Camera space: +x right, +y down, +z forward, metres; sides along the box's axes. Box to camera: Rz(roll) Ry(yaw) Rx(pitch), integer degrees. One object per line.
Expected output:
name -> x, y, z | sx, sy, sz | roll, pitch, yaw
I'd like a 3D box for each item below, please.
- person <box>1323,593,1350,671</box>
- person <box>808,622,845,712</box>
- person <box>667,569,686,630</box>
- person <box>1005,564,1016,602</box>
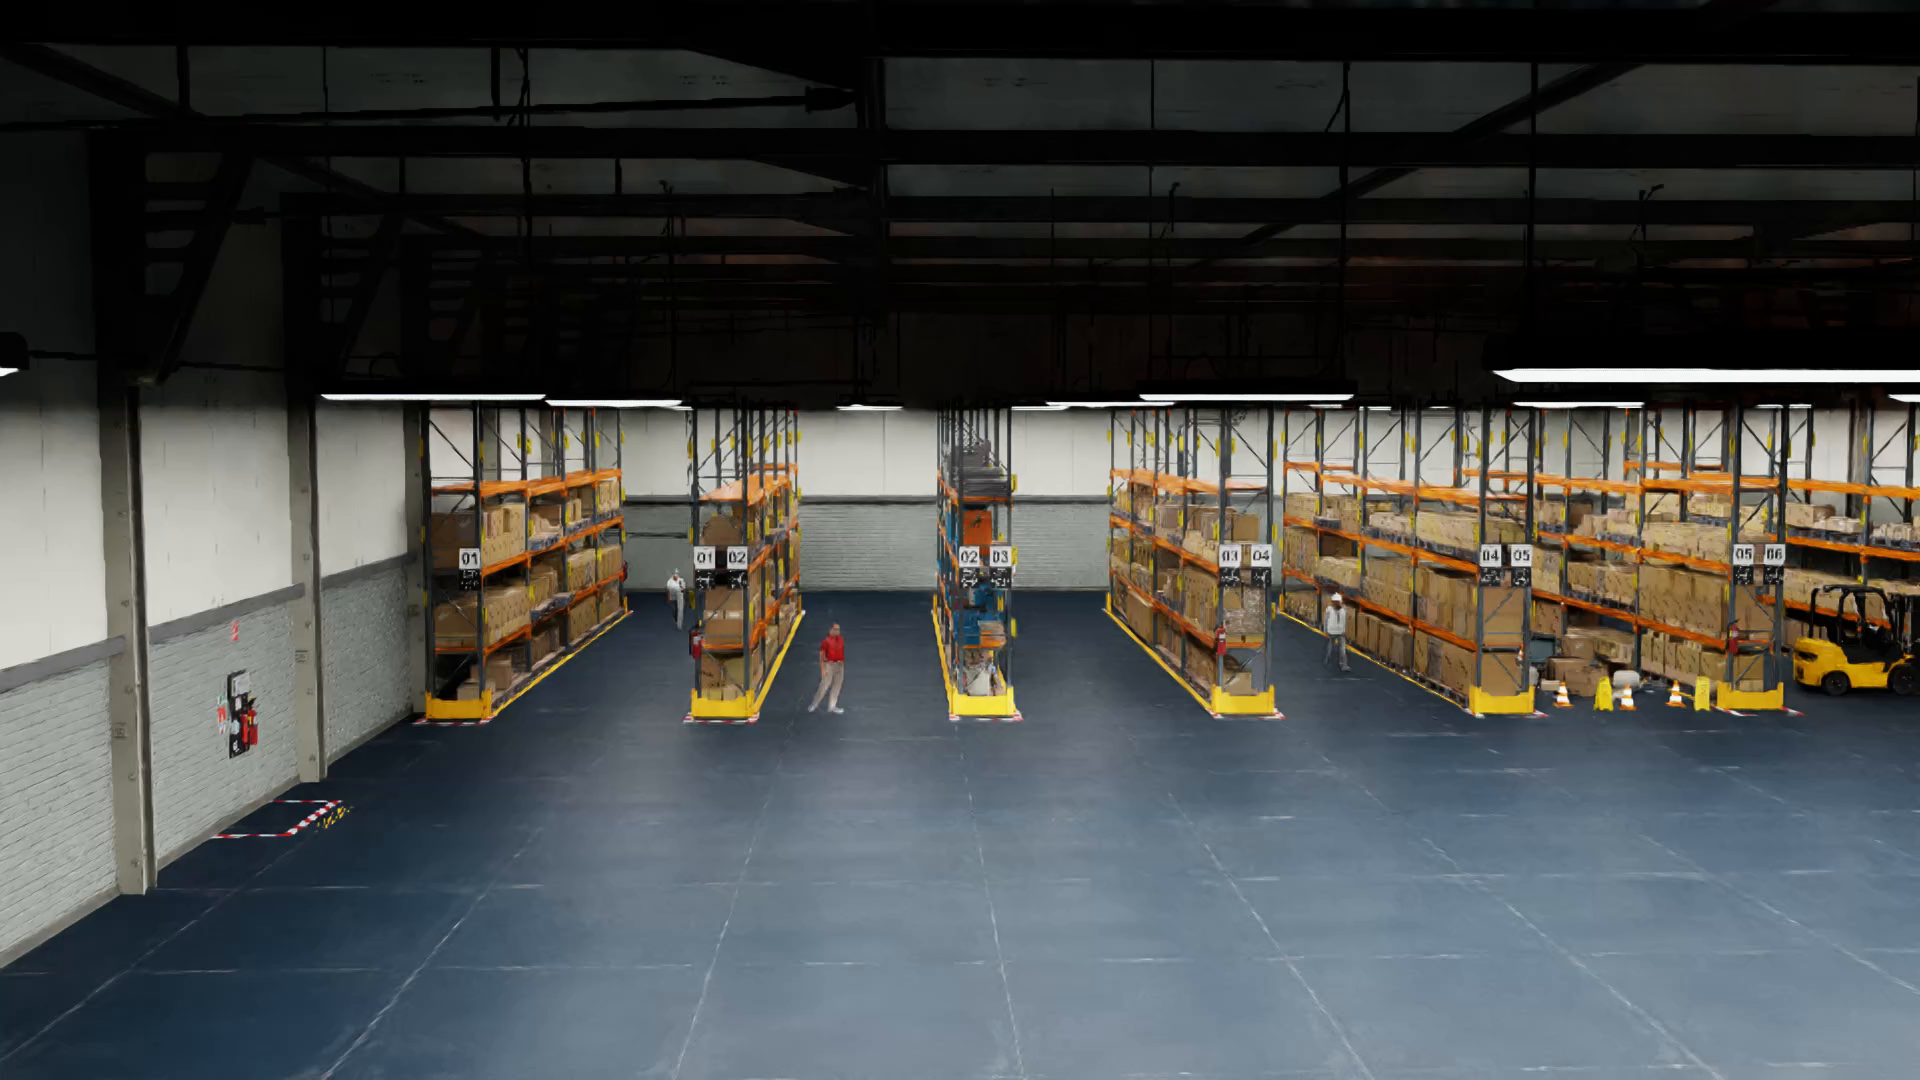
person -> 8.321, 2.017, 36.865 | 0.543, 1.700, 1.115 | 0, 4, 0
person -> -2.518, 2.423, 31.604 | 0.729, 1.719, 0.532 | -4, 6, -42
person -> -7.468, 1.539, 43.775 | 0.497, 1.583, 1.090 | 0, 4, 0
person -> 1.313, 1.052, 49.706 | 0.729, 1.680, 0.546 | 0, 4, -4
